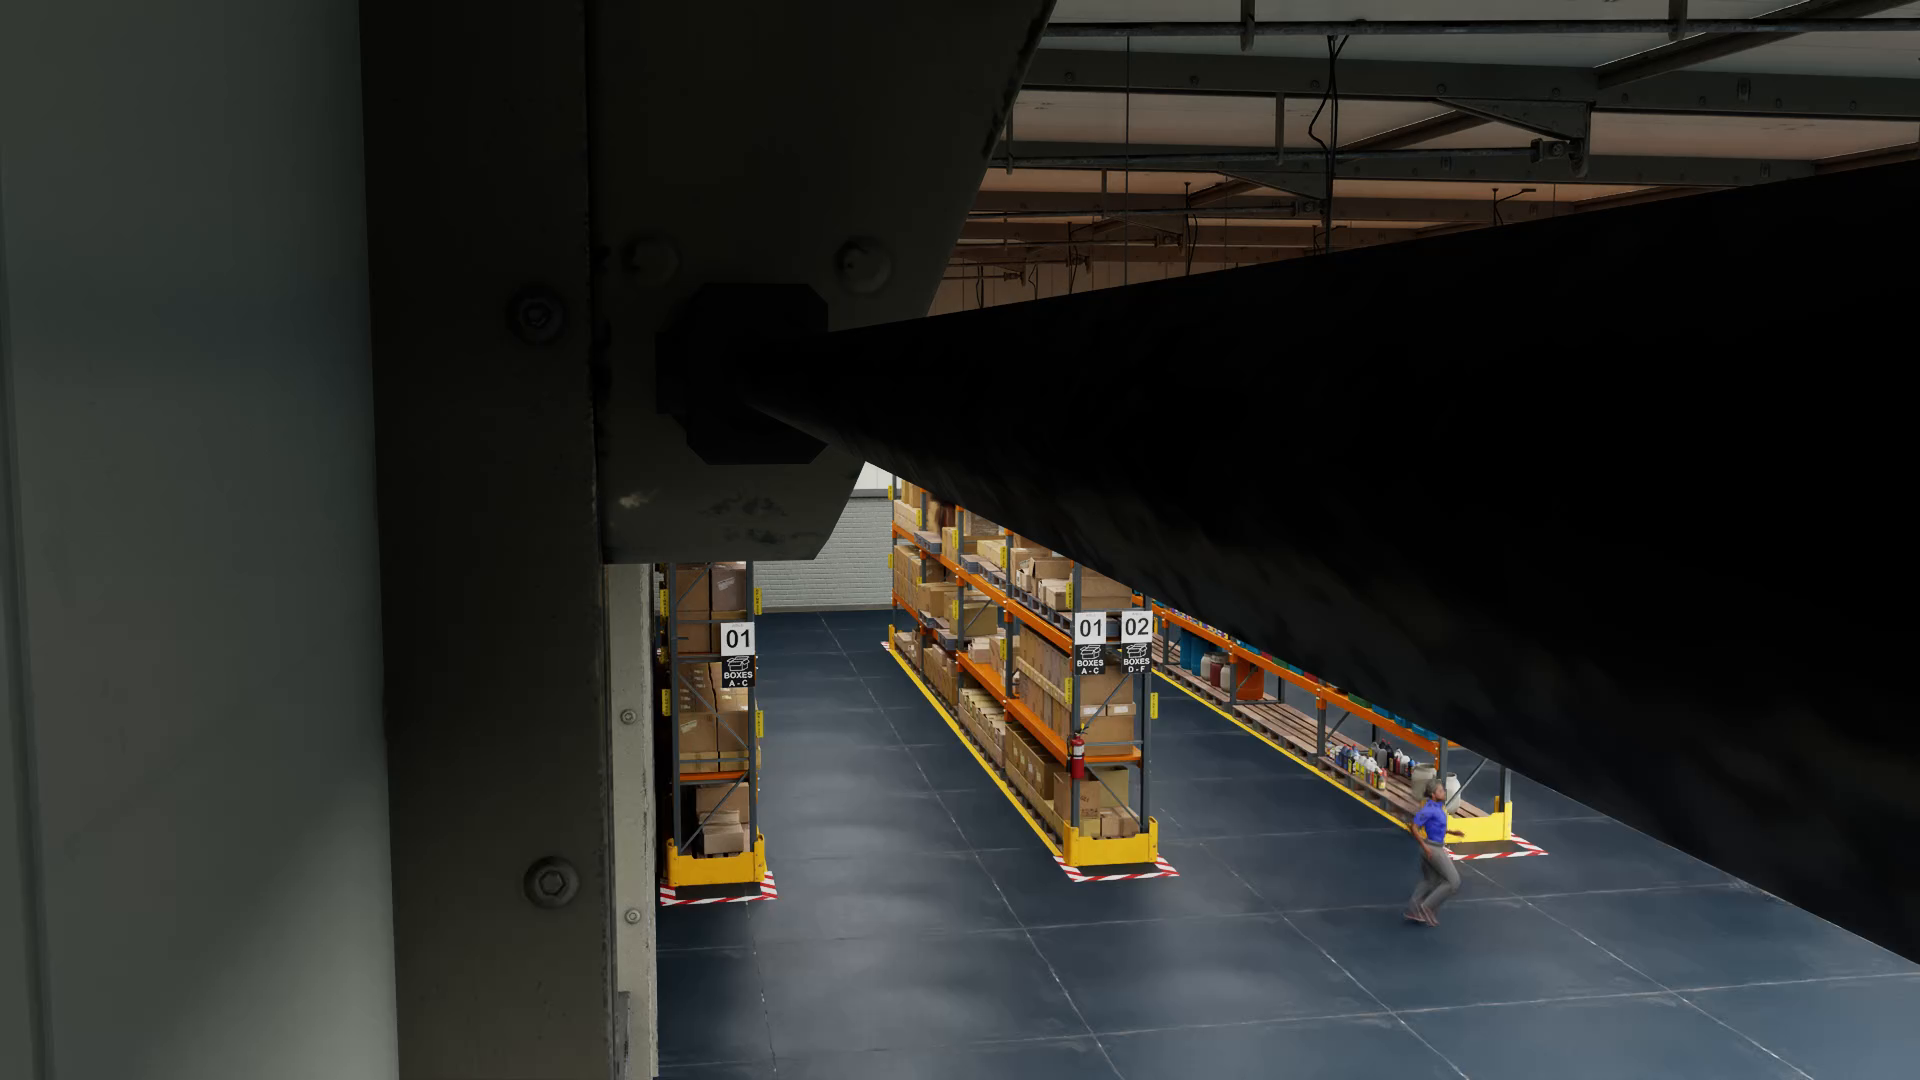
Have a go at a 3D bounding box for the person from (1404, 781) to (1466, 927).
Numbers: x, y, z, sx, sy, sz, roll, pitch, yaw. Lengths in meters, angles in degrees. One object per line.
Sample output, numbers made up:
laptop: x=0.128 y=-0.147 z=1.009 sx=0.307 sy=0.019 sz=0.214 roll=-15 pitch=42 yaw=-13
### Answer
person: x=5.325 y=3.503 z=18.620 sx=0.644 sy=1.636 sz=0.552 roll=2 pitch=6 yaw=17
